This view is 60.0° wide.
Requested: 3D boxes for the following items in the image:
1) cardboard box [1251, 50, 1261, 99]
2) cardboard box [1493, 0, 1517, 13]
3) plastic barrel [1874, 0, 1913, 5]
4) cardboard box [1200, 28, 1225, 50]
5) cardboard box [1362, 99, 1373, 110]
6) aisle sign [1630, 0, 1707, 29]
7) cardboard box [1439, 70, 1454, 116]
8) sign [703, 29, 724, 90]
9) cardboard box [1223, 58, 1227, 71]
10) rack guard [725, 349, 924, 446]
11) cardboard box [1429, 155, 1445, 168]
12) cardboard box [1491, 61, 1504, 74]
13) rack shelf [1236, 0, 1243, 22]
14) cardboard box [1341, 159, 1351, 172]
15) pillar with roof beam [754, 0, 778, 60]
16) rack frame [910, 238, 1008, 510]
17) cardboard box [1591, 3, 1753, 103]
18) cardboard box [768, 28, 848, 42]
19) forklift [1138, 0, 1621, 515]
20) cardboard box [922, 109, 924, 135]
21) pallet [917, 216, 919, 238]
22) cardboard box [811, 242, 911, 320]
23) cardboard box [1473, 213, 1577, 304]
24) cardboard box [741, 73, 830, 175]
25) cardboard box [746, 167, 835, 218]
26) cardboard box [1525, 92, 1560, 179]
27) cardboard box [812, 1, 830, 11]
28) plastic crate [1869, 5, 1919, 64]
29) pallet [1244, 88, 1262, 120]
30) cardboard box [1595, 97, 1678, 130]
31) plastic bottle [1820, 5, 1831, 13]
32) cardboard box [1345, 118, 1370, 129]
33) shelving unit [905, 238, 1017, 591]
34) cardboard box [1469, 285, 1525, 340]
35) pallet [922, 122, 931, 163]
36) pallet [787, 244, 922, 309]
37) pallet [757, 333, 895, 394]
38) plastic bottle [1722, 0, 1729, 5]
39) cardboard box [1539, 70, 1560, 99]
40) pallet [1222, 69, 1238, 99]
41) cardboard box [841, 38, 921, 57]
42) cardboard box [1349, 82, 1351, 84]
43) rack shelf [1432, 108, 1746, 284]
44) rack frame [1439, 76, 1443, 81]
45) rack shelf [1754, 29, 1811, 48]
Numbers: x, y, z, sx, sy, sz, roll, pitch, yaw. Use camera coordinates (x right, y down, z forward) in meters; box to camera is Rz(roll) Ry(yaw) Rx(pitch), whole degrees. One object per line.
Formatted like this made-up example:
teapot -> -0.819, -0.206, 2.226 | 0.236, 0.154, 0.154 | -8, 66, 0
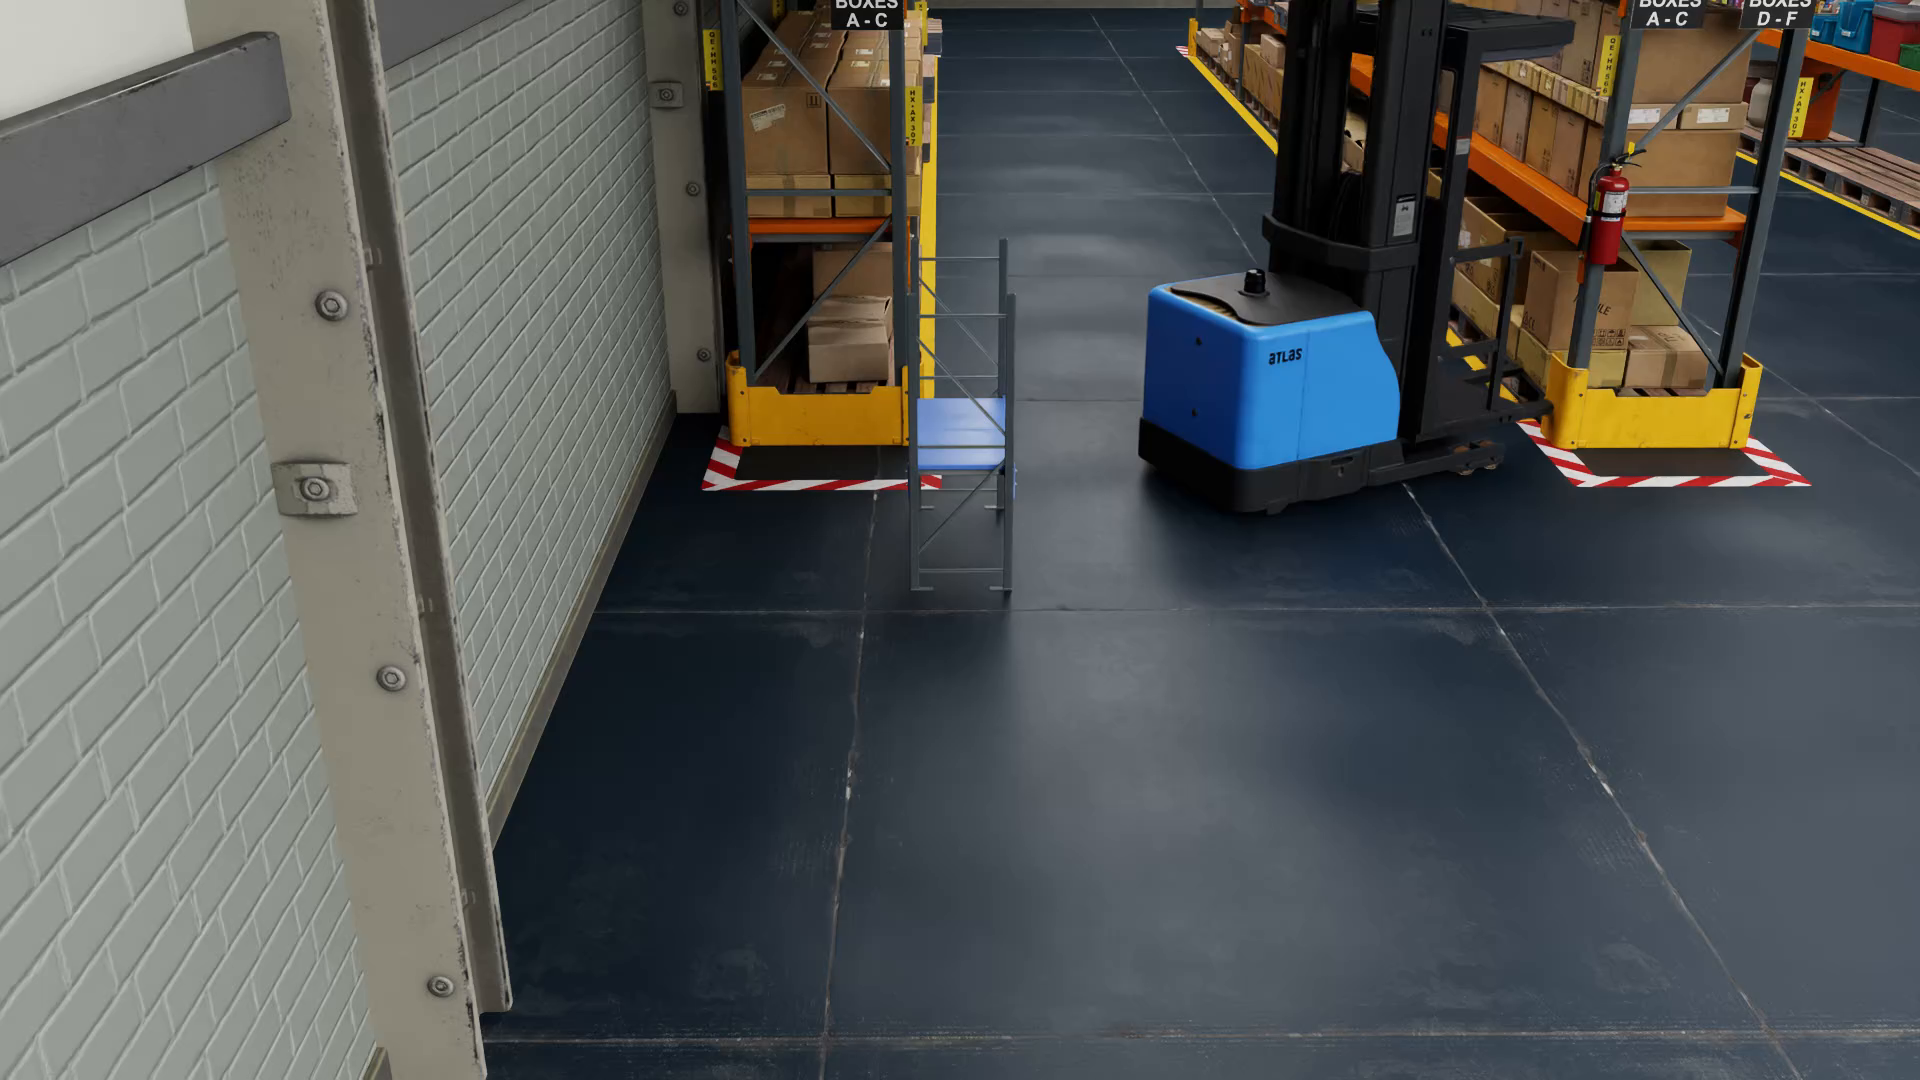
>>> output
cardboard box -> 3.797, -5.581, 19.950 | 0.500, 0.500, 0.500 | 0, 24, 0
cardboard box -> 4.128, -3.683, 11.557 | 0.700, 0.500, 0.500 | 0, 24, -1
plastic barrel -> 9.323, -5.185, 16.408 | 0.600, 0.536, 0.708 | 0, 24, -1
cardboard box -> 3.703, -7.104, 23.621 | 0.500, 0.250, 0.500 | 0, 24, -1
cardboard box -> 4.314, -4.271, 16.700 | 0.500, 0.311, 0.500 | 0, 24, 1
aisle sign -> 3.856, -3.151, 8.923 | 0.394, 0.787, 0.004 | 0, 24, -1
cardboard box -> 4.117, -3.506, 12.741 | 0.700, 0.500, 0.500 | -1, 24, -2
sign -> -1.359, -2.649, 9.178 | 0.100, 0.325, 0.005 | 0, 24, -1
cardboard box -> 3.664, -6.229, 21.809 | 0.380, 0.149, 0.250 | 0, 24, -1
rack guard -> -0.805, -0.864, 10.053 | 1.175, 0.500, 0.348 | 0, 24, -1
cardboard box -> 3.798, -2.731, 13.066 | 0.500, 0.500, 0.500 | 0, 24, -1
cardboard box -> 3.933, -3.342, 11.591 | 0.380, 0.149, 0.250 | -1, 24, -2
rack shelf -> 3.997, -7.436, 22.425 | 1.077, 0.370, 4.000 | 0, 24, -1
cardboard box -> 3.797, -3.380, 15.411 | 0.500, 0.250, 0.500 | 0, 24, 1
pillar with roof beam -> 2.563, -7.481, 14.371 | 9.100, 9.000, 0.400 | 0, 24, -1
rack frame -> -0.005, -0.858, 8.826 | 0.500, 1.500, 0.032 | 0, 24, -1
cardboard box -> 4.156, -2.846, 9.707 | 0.700, 0.500, 0.500 | 0, 24, 0
cardboard box -> -1.050, -3.289, 11.630 | 0.500, 0.500, 0.500 | 0, 24, 1
forklift -> 2.582, -1.884, 9.360 | 3.031, 2.935, 1.130 | -12, 27, -25
cardboard box -> -0.768, -4.783, 17.785 | 0.750, 0.750, 0.750 | -1, 24, -1
pallet -> -0.858, -2.670, 14.397 | 1.003, 0.211, 1.213 | 0, 24, -1
cardboard box -> -0.686, -1.856, 11.713 | 0.700, 0.500, 0.500 | -2, 24, -4
cardboard box -> 3.820, -1.907, 11.244 | 0.500, 0.500, 0.500 | 0, 24, -1
cardboard box -> -1.022, -2.447, 9.768 | 0.500, 0.500, 0.500 | -1, 24, -1
cardboard box -> -1.003, -2.104, 9.920 | 0.500, 0.250, 0.500 | 0, 24, 0
cardboard box -> 4.147, -2.654, 10.857 | 0.700, 0.500, 0.500 | 0, 24, 0
cardboard box -> -0.819, -4.075, 13.466 | 0.700, 0.500, 0.500 | 0, 24, 0
plastic crate -> 8.727, -4.674, 15.367 | 0.402, 0.464, 0.583 | 0, 24, -1
pallet -> 4.065, -5.334, 20.288 | 1.003, 0.211, 1.213 | 0, 24, -1
cardboard box -> 3.955, -2.493, 9.713 | 0.380, 0.149, 0.250 | -1, 24, -1
plastic bottle -> 9.204, -5.584, 17.698 | 0.097, 0.201, 0.097 | 0, 24, 0
cardboard box -> 3.792, -3.842, 15.751 | 0.500, 0.311, 0.500 | -1, 24, -2
shelving unit -> 0.001, -0.648, 8.363 | 0.538, 1.500, 1.048 | 0, 24, -1
cardboard box -> 3.823, -1.565, 11.398 | 0.500, 0.250, 0.500 | 0, 24, -1
pallet -> -0.825, -4.323, 18.051 | 1.003, 0.211, 1.213 | 0, 24, -1
pallet -> -0.805, -2.072, 13.076 | 1.003, 0.211, 1.213 | 0, 24, -1
pallet -> -0.778, -1.067, 10.853 | 1.003, 0.211, 1.213 | 0, 24, -1
plastic bottle -> 8.568, -6.026, 18.576 | 0.061, 0.283, 0.133 | 0, 24, -1
cardboard box -> 3.944, -2.918, 10.653 | 0.380, 0.149, 0.250 | 0, 24, 1
pallet -> 4.012, -5.952, 21.655 | 1.003, 0.211, 1.213 | 0, 24, -1
cardboard box -> -0.521, -3.081, 11.170 | 0.500, 0.500, 0.500 | 0, 24, 1
cardboard box -> 4.332, -4.758, 18.129 | 0.500, 0.500, 0.500 | -1, 24, -2
rack shelf -> 4.128, -2.492, 11.492 | 1.077, 0.370, 4.000 | 0, 24, -1
rack frame -> 4.106, -3.643, 13.166 | 1.000, 3.000, 0.127 | 0, 24, -1
rack shelf -> 8.993, -5.809, 18.826 | 1.077, 0.370, 4.000 | 0, 24, -1
